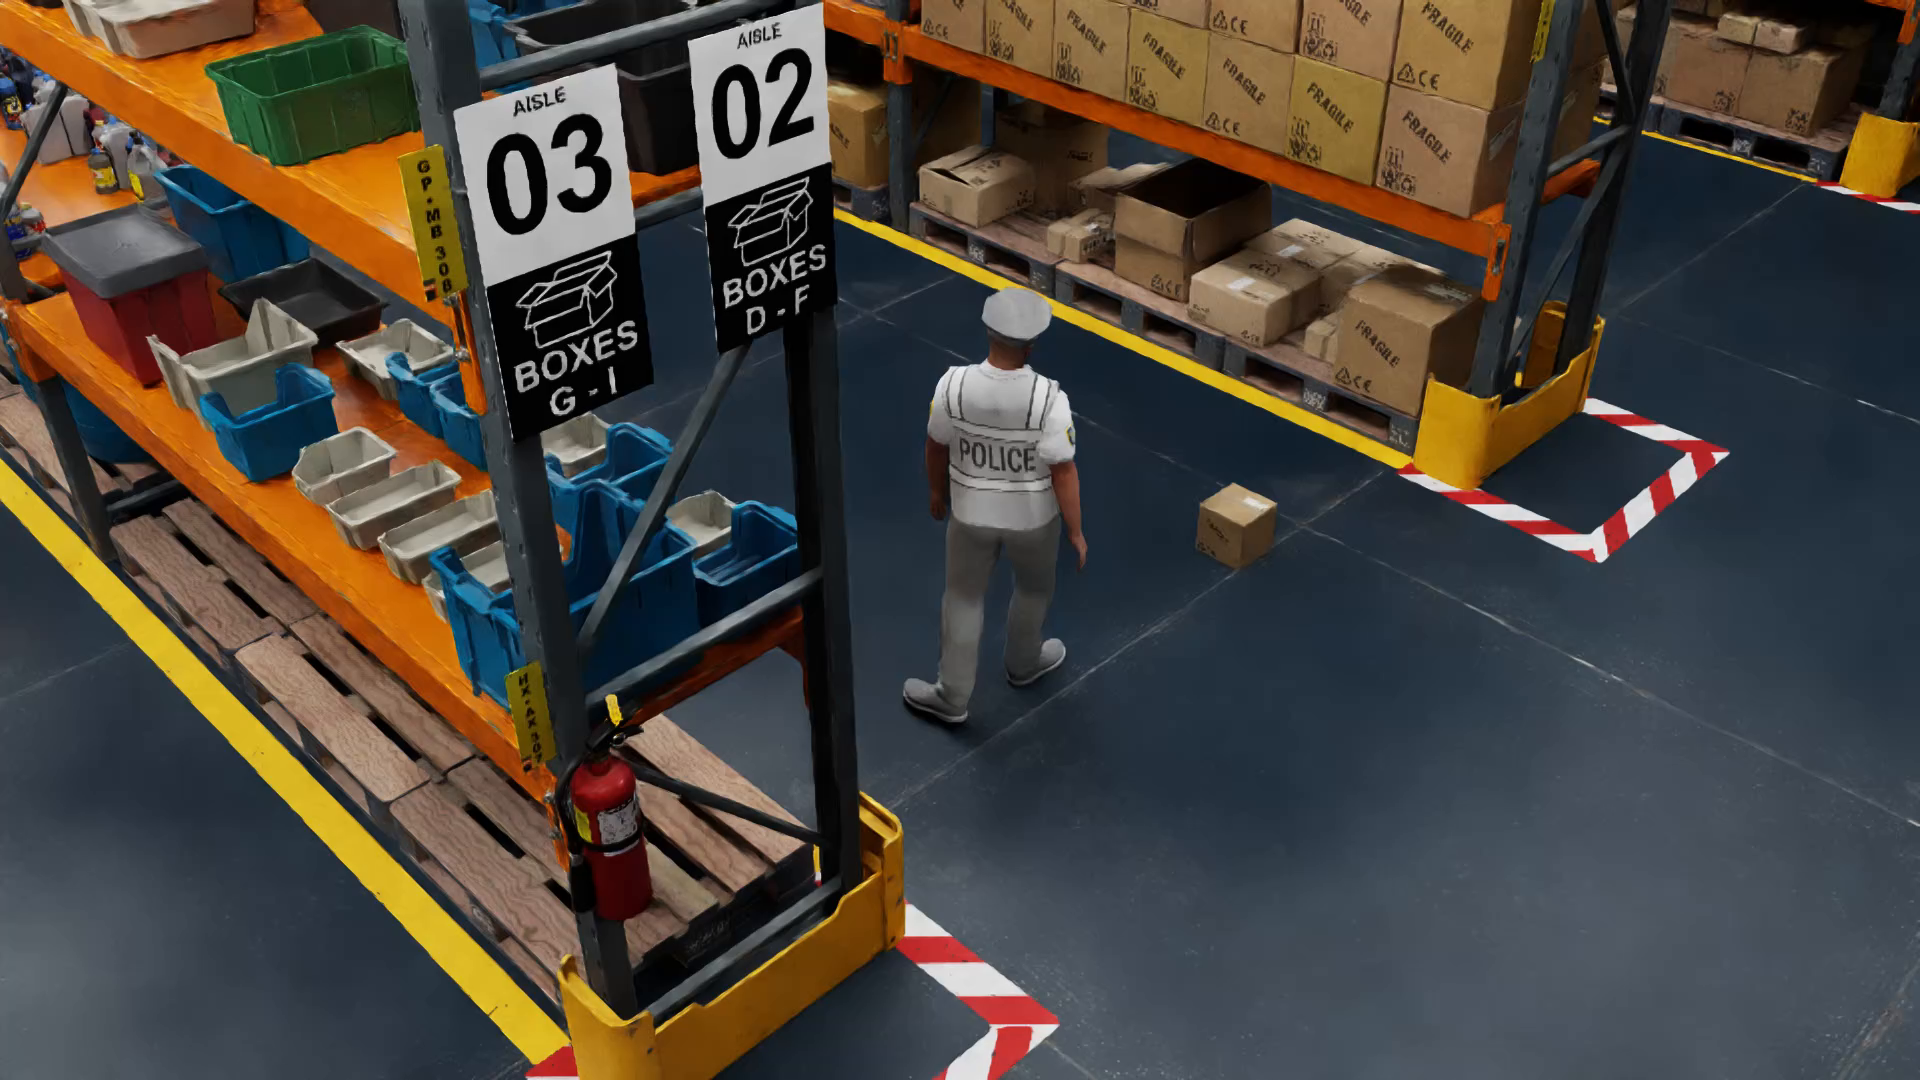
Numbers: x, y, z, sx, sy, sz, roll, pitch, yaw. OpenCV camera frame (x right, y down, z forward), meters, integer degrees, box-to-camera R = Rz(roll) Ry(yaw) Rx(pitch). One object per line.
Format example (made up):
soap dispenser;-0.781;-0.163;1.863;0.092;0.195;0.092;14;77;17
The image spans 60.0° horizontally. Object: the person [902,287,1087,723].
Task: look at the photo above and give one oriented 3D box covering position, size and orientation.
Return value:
person;0.134;-0.114;6.294;0.711;1.750;0.587;4;35;6
